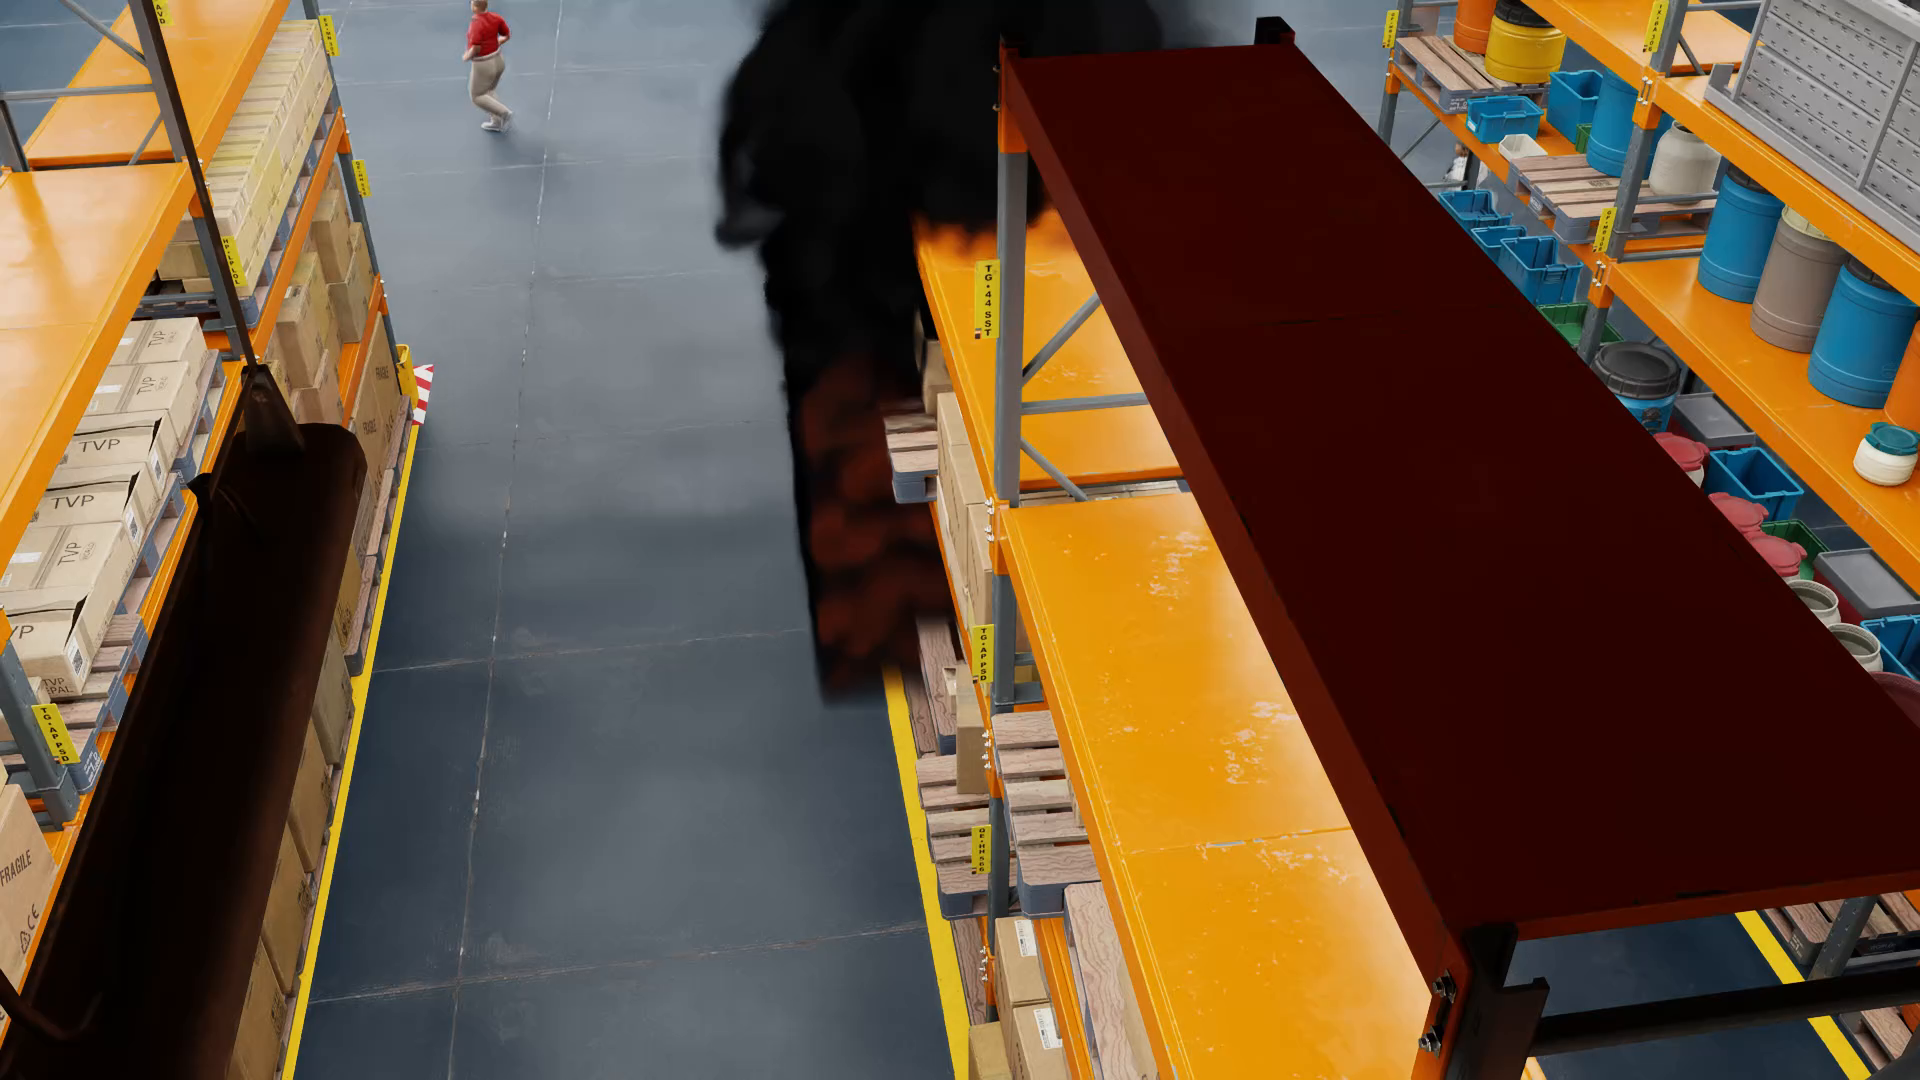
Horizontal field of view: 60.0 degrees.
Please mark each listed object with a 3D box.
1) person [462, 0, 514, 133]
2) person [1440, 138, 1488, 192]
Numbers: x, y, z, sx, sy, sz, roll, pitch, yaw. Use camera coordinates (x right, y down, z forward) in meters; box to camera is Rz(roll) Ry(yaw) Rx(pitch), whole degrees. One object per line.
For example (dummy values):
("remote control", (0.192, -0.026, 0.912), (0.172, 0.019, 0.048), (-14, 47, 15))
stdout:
("person", (-5.588, -5.635, 19.707), (0.586, 1.672, 0.661), (16, 39, 21))
("person", (4.997, -3.290, 16.538), (0.618, 1.644, 0.669), (24, 43, 29))
